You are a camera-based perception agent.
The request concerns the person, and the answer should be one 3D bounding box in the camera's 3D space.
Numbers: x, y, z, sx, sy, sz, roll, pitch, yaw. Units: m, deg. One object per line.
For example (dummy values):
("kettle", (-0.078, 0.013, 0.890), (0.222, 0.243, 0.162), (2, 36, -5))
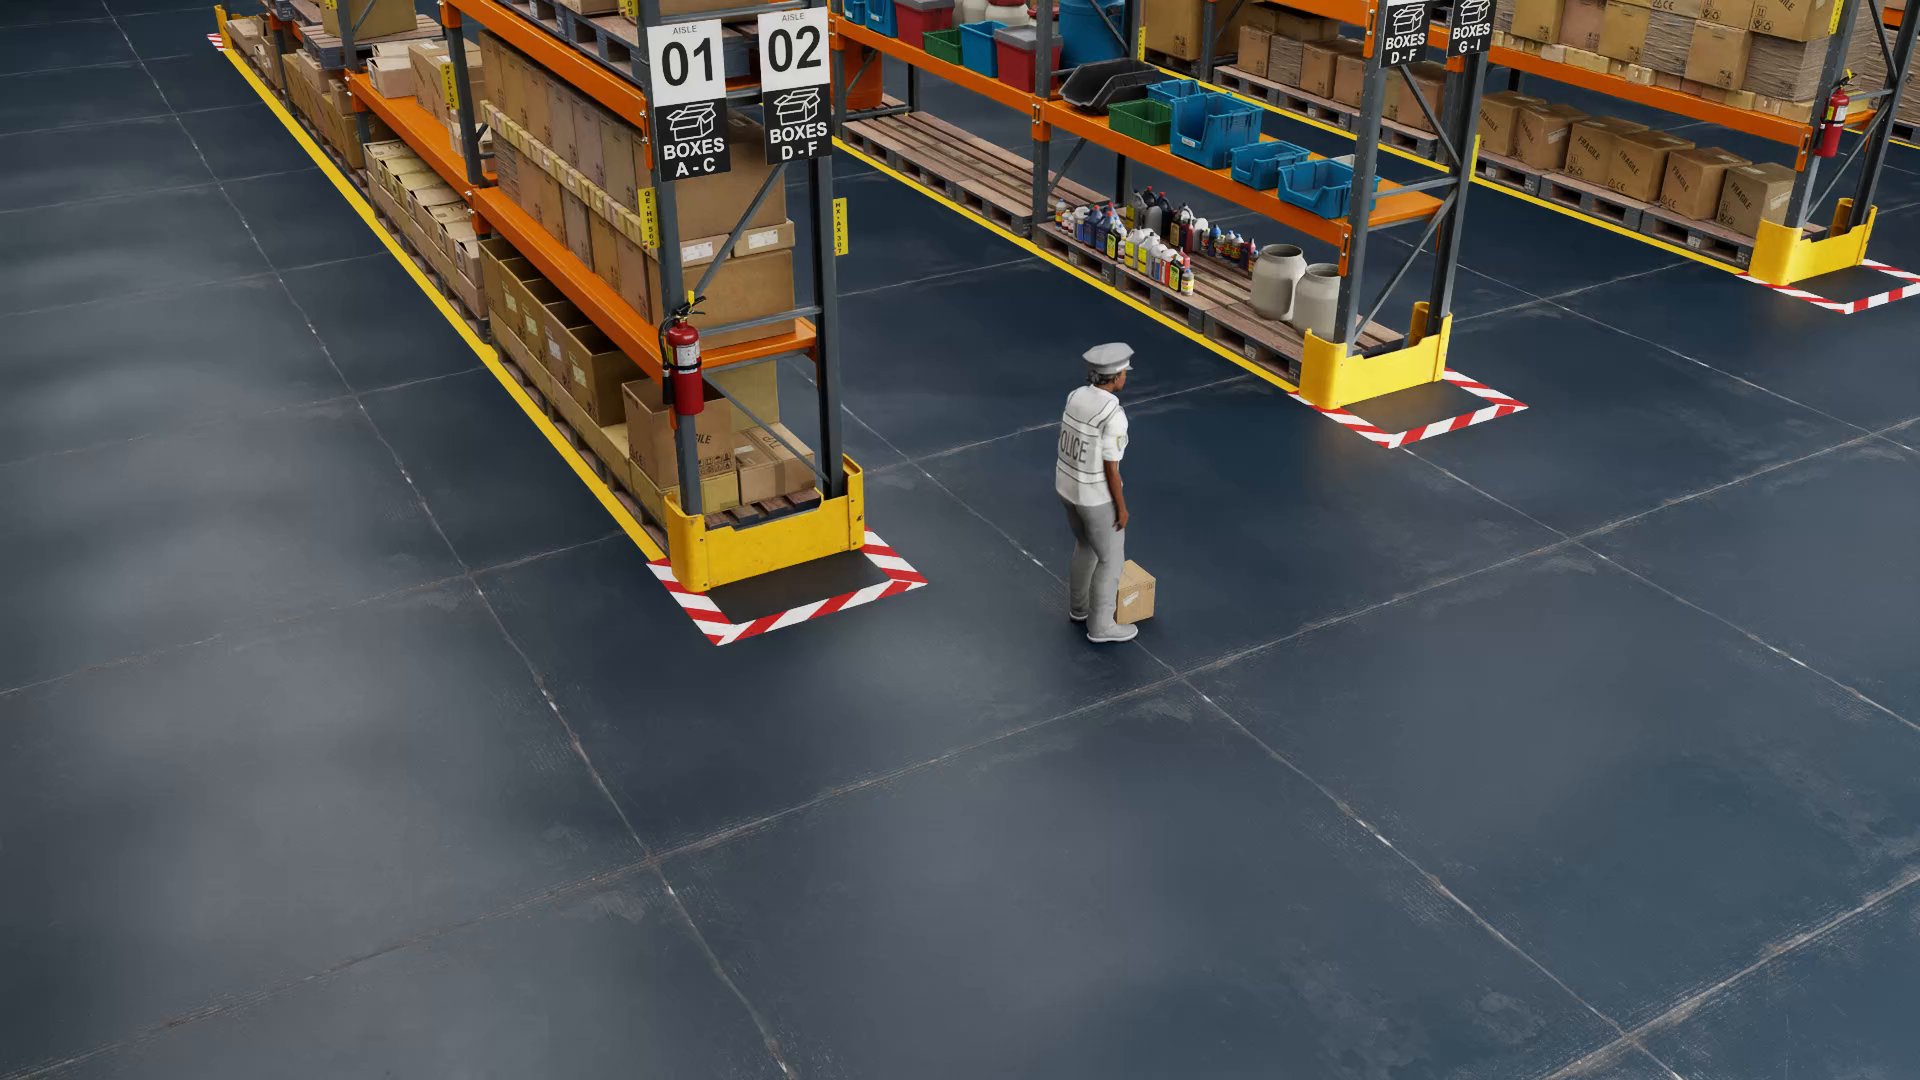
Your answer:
("person", (0.748, -0.248, 9.002), (0.423, 1.657, 0.504), (-16, 33, -27))
